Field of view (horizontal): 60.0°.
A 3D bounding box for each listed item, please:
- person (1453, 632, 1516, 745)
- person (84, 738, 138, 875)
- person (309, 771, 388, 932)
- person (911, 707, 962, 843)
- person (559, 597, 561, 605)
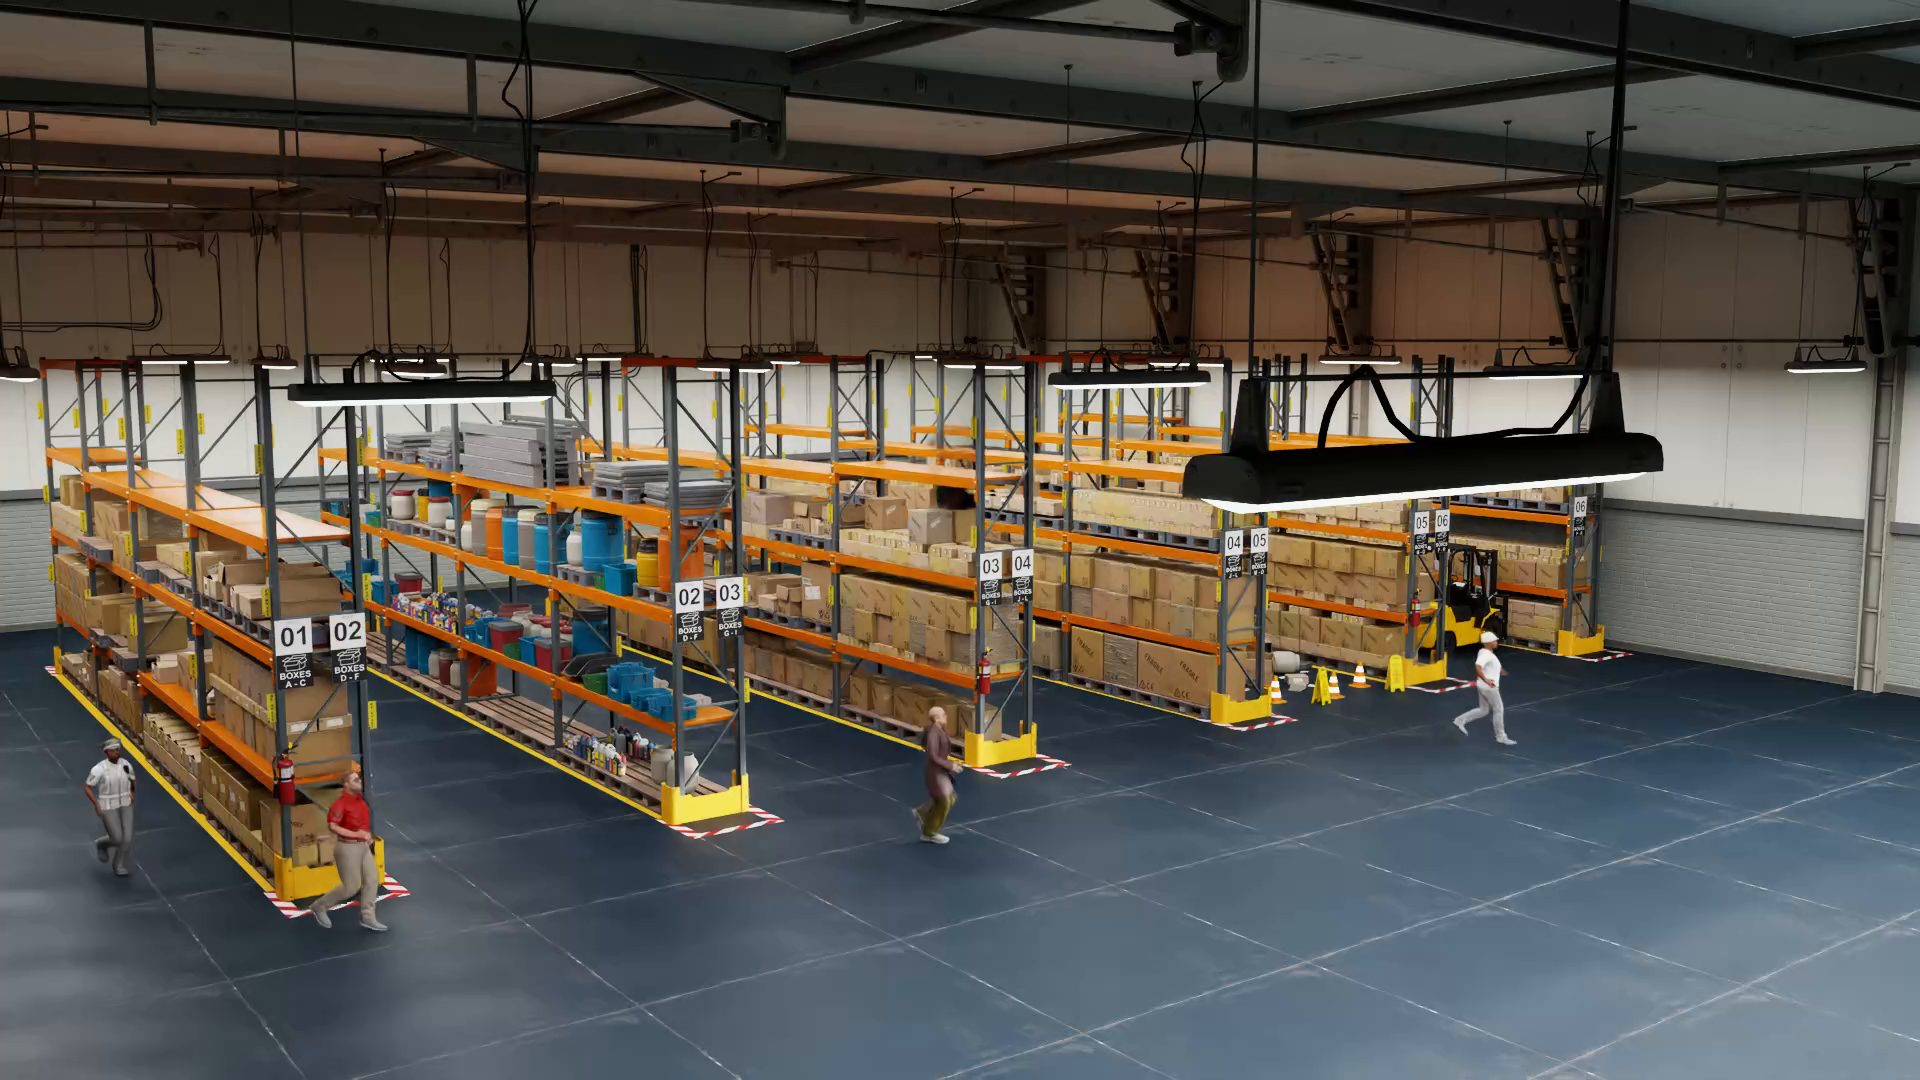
[{"bbox_3d":[8.266,2.324,26.117,0.968,1.773,0.700,1,7,7],"label":"person"},{"bbox_3d":[-10.016,3.152,19.726,0.561,1.649,0.574,5,9,38],"label":"person"},{"bbox_3d":[-6.568,3.353,17.922,0.806,1.743,0.685,1,7,4],"label":"person"},{"bbox_3d":[-0.293,2.955,21.021,0.651,1.736,0.748,0,7,-1],"label":"person"},{"bbox_3d":[-9.042,0.786,38.805,0.923,1.791,0.687,-4,8,-28],"label":"person"}]
